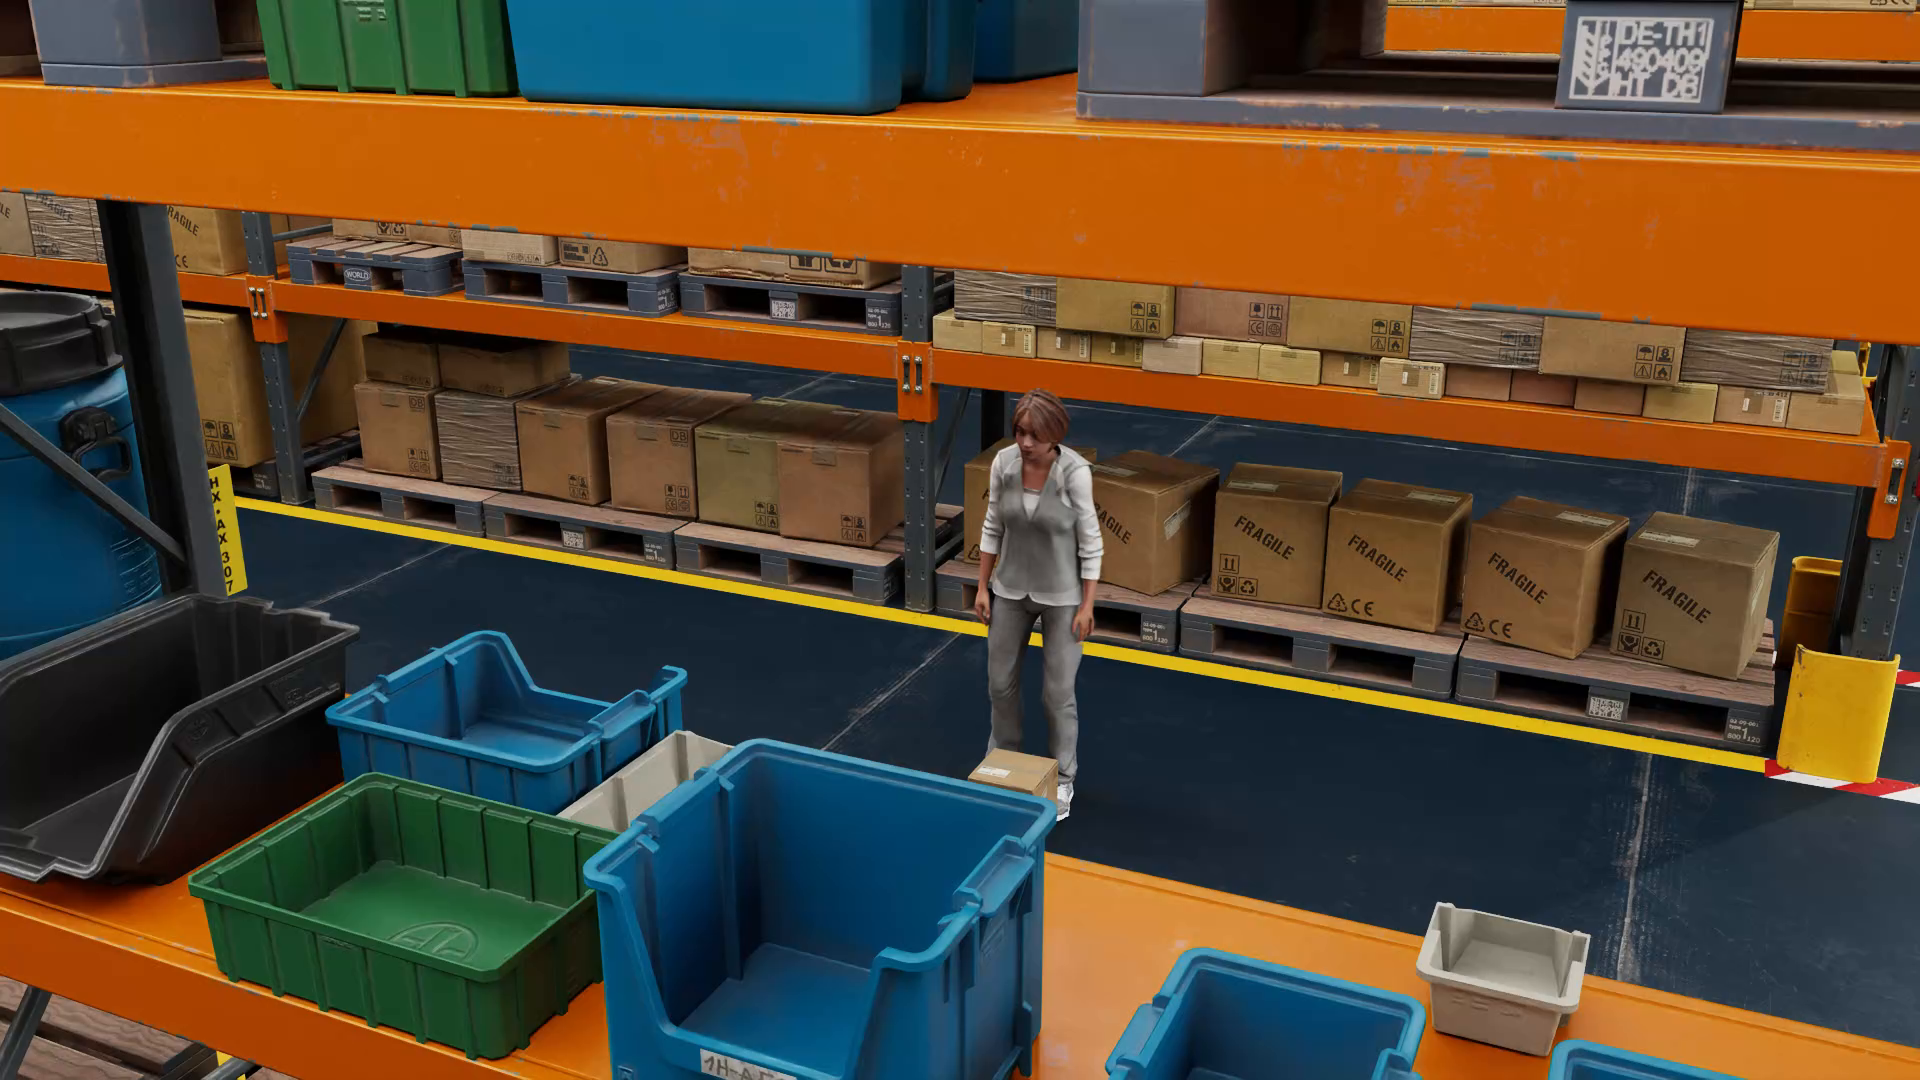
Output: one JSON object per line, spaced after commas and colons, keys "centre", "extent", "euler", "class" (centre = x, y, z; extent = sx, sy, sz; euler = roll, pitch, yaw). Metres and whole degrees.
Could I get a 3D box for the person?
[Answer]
{"centre": [-8.246, -3.143, 8.884], "extent": [19.197, 6.000, 24.908], "euler": [8, 21, 23], "class": "person"}
